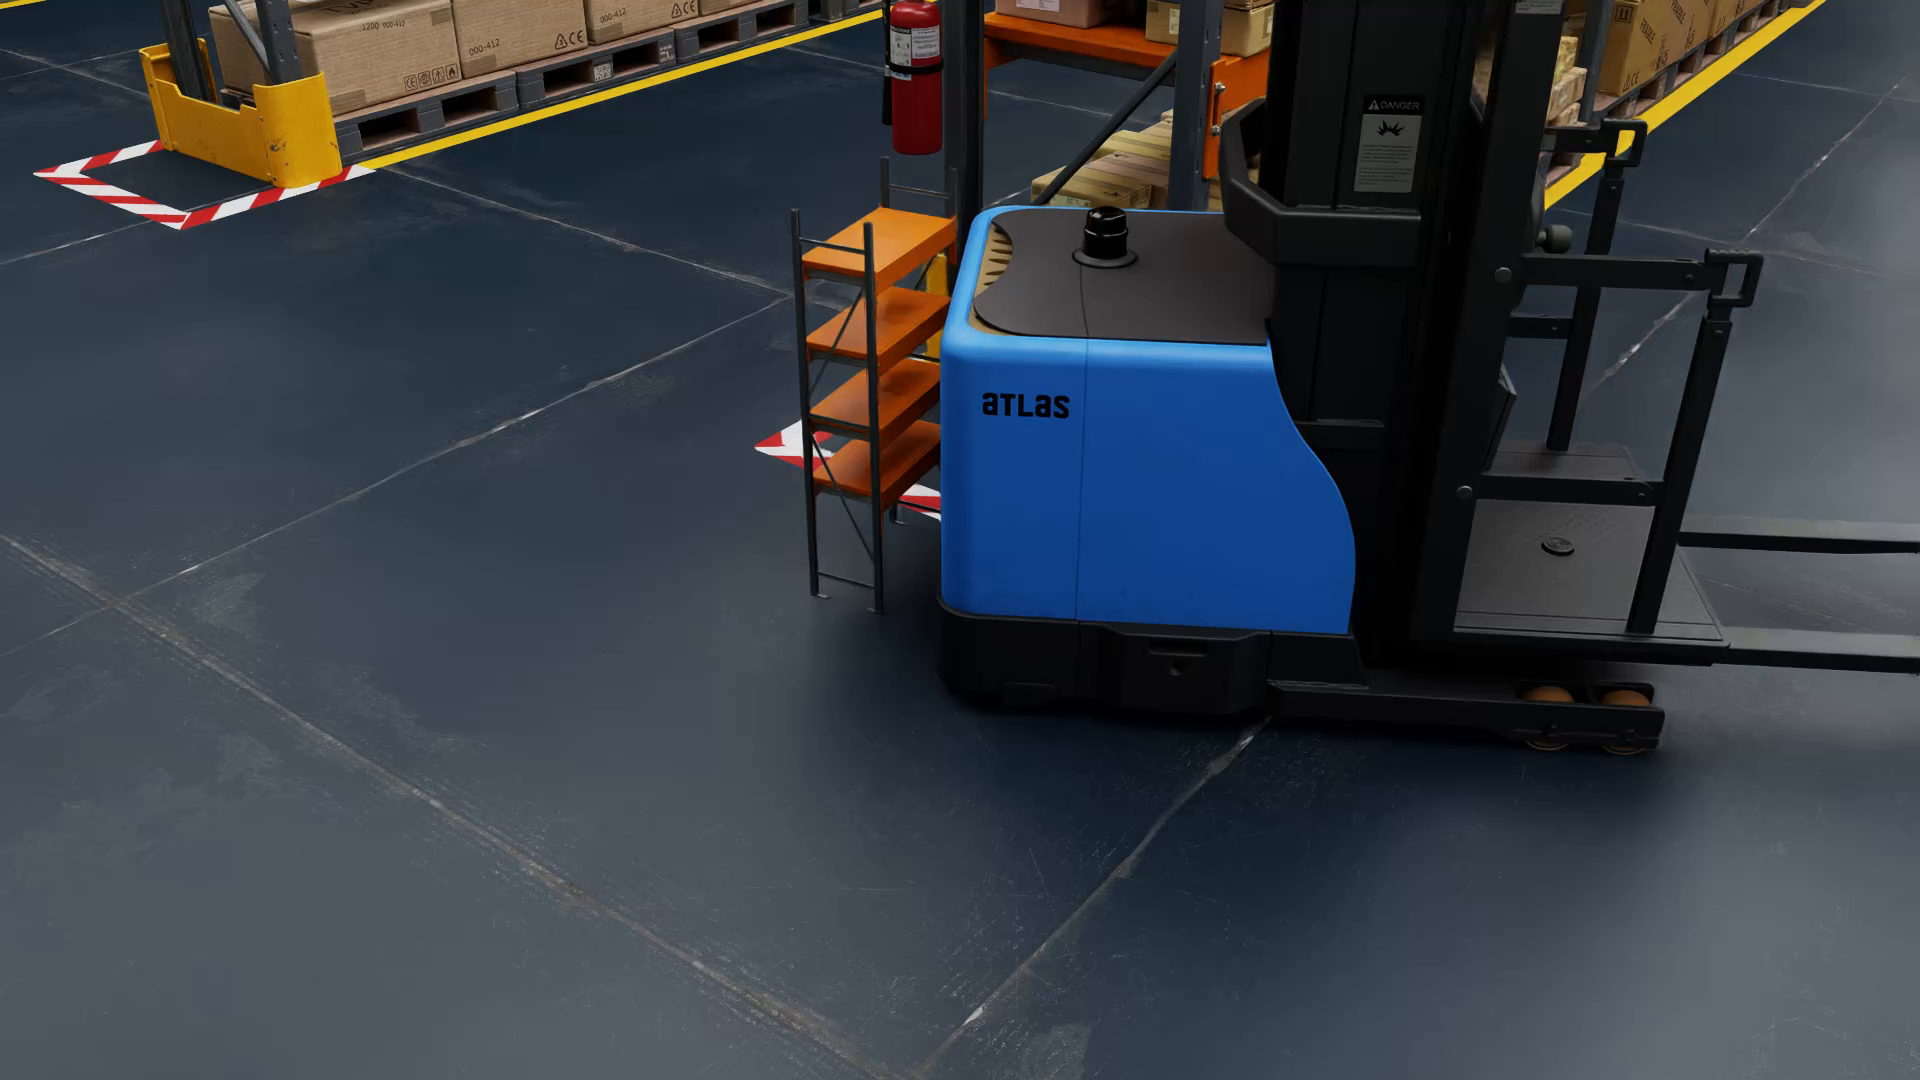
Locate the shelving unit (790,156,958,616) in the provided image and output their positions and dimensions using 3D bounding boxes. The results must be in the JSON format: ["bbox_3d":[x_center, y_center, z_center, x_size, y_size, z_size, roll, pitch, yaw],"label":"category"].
[{"bbox_3d":[-0.226,-0.436,4.809,0.258,1.200,0.503,14,33,23],"label":"shelving unit"}]

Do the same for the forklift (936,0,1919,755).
[{"bbox_3d":[1.487,-0.989,4.044,3.031,2.935,1.130,3,31,5],"label":"forklift"}]

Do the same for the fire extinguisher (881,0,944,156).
[{"bbox_3d":[-0.145,-1.622,5.486,0.296,0.674,0.183,21,37,31],"label":"fire extinguisher"}]

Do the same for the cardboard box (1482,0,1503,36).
[{"bbox_3d":[3.036,-2.885,9.217,0.500,0.500,0.500,20,36,30],"label":"cardboard box"}]

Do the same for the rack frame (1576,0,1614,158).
[{"bbox_3d":[2.790,-3.402,8.048,1.000,3.000,0.127,21,37,31],"label":"rack frame"}]

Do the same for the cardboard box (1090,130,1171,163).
[{"bbox_3d":[0.745,-1.508,6.653,0.380,0.149,0.250,20,36,30],"label":"cardboard box"}]

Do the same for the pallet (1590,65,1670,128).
[{"bbox_3d":[3.259,-2.519,9.294,1.003,0.211,1.213,21,37,31],"label":"pallet"}]

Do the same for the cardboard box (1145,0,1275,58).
[{"bbox_3d":[0.832,-1.699,5.420,0.380,0.149,0.250,21,36,31],"label":"cardboard box"}]

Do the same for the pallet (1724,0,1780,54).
[{"bbox_3d":[4.731,-3.511,10.967,1.003,0.211,1.213,21,37,31],"label":"pallet"}]

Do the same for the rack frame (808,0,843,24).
[{"bbox_3d":[-1.218,-4.884,10.549,1.000,3.000,0.127,21,37,31],"label":"rack frame"}]

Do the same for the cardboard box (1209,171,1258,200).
[{"bbox_3d":[1.033,-1.244,6.207,0.380,0.149,0.250,22,37,32],"label":"cardboard box"}]

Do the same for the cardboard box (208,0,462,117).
[{"bbox_3d":[-3.314,-2.636,8.856,0.875,0.438,0.875,20,36,30],"label":"cardboard box"}]

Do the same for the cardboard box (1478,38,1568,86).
[{"bbox_3d":[2.660,-2.271,7.941,0.380,0.149,0.250,22,37,32],"label":"cardboard box"}]

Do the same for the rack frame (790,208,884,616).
[{"bbox_3d":[-0.334,-0.325,4.621,0.240,1.200,0.015,14,33,23],"label":"rack frame"}]

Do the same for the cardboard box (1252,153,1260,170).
[{"bbox_3d":[1.371,-1.433,6.526,0.380,0.149,0.250,19,36,29],"label":"cardboard box"}]

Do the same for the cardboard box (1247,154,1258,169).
[{"bbox_3d":[1.081,-1.587,7.078,0.380,0.149,0.250,22,37,32],"label":"cardboard box"}]

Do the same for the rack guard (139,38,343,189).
[{"bbox_3d":[-3.647,-2.173,8.427,1.175,0.500,0.348,21,37,31],"label":"rack guard"}]

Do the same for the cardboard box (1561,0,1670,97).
[{"bbox_3d":[3.447,-2.726,8.947,0.500,0.500,0.500,23,37,33],"label":"cardboard box"}]

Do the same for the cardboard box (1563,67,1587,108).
[{"bbox_3d":[2.853,-2.258,8.211,0.380,0.149,0.250,22,37,32],"label":"cardboard box"}]

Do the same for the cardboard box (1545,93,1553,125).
[{"bbox_3d":[2.552,-2.030,7.826,0.380,0.149,0.250,20,36,30],"label":"cardboard box"}]

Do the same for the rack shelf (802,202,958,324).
[{"bbox_3d":[-0.226,-0.774,4.609,0.258,0.148,0.480,14,33,23],"label":"rack shelf"}]

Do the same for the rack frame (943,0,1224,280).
[{"bbox_3d":[0.375,-1.776,5.304,1.000,3.000,0.127,21,37,31],"label":"rack frame"}]

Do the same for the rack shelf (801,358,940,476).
[{"bbox_3d":[-0.226,-0.378,4.843,0.258,0.148,0.480,14,33,23],"label":"rack shelf"}]

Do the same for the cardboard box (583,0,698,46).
[{"bbox_3d":[-2.222,-3.376,10.106,0.875,0.438,0.875,20,36,30],"label":"cardboard box"}]

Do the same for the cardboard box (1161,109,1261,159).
[{"bbox_3d":[1.070,-1.720,7.011,0.380,0.149,0.250,23,37,33],"label":"cardboard box"}]

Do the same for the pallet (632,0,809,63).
[{"bbox_3d":[-1.739,-3.399,10.779,1.003,0.211,1.213,21,37,31],"label":"pallet"}]

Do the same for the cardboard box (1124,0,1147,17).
[{"bbox_3d":[0.527,-1.977,5.890,0.380,0.149,0.250,21,37,31],"label":"cardboard box"}]

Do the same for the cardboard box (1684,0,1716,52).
[{"bbox_3d":[4.071,-3.158,9.677,0.500,0.500,0.500,22,37,32],"label":"cardboard box"}]

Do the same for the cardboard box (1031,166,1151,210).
[{"bbox_3d":[0.493,-1.279,6.267,0.380,0.149,0.250,22,37,32],"label":"cardboard box"}]

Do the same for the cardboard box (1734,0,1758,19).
[{"bbox_3d":[4.699,-3.575,10.380,0.500,0.500,0.500,23,38,33],"label":"cardboard box"}]

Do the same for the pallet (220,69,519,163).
[{"bbox_3d":[-3.212,-2.408,9.106,1.003,0.211,1.213,21,37,31],"label":"pallet"}]

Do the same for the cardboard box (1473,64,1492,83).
[{"bbox_3d":[2.297,-2.086,7.629,0.380,0.149,0.250,22,37,33],"label":"cardboard box"}]
